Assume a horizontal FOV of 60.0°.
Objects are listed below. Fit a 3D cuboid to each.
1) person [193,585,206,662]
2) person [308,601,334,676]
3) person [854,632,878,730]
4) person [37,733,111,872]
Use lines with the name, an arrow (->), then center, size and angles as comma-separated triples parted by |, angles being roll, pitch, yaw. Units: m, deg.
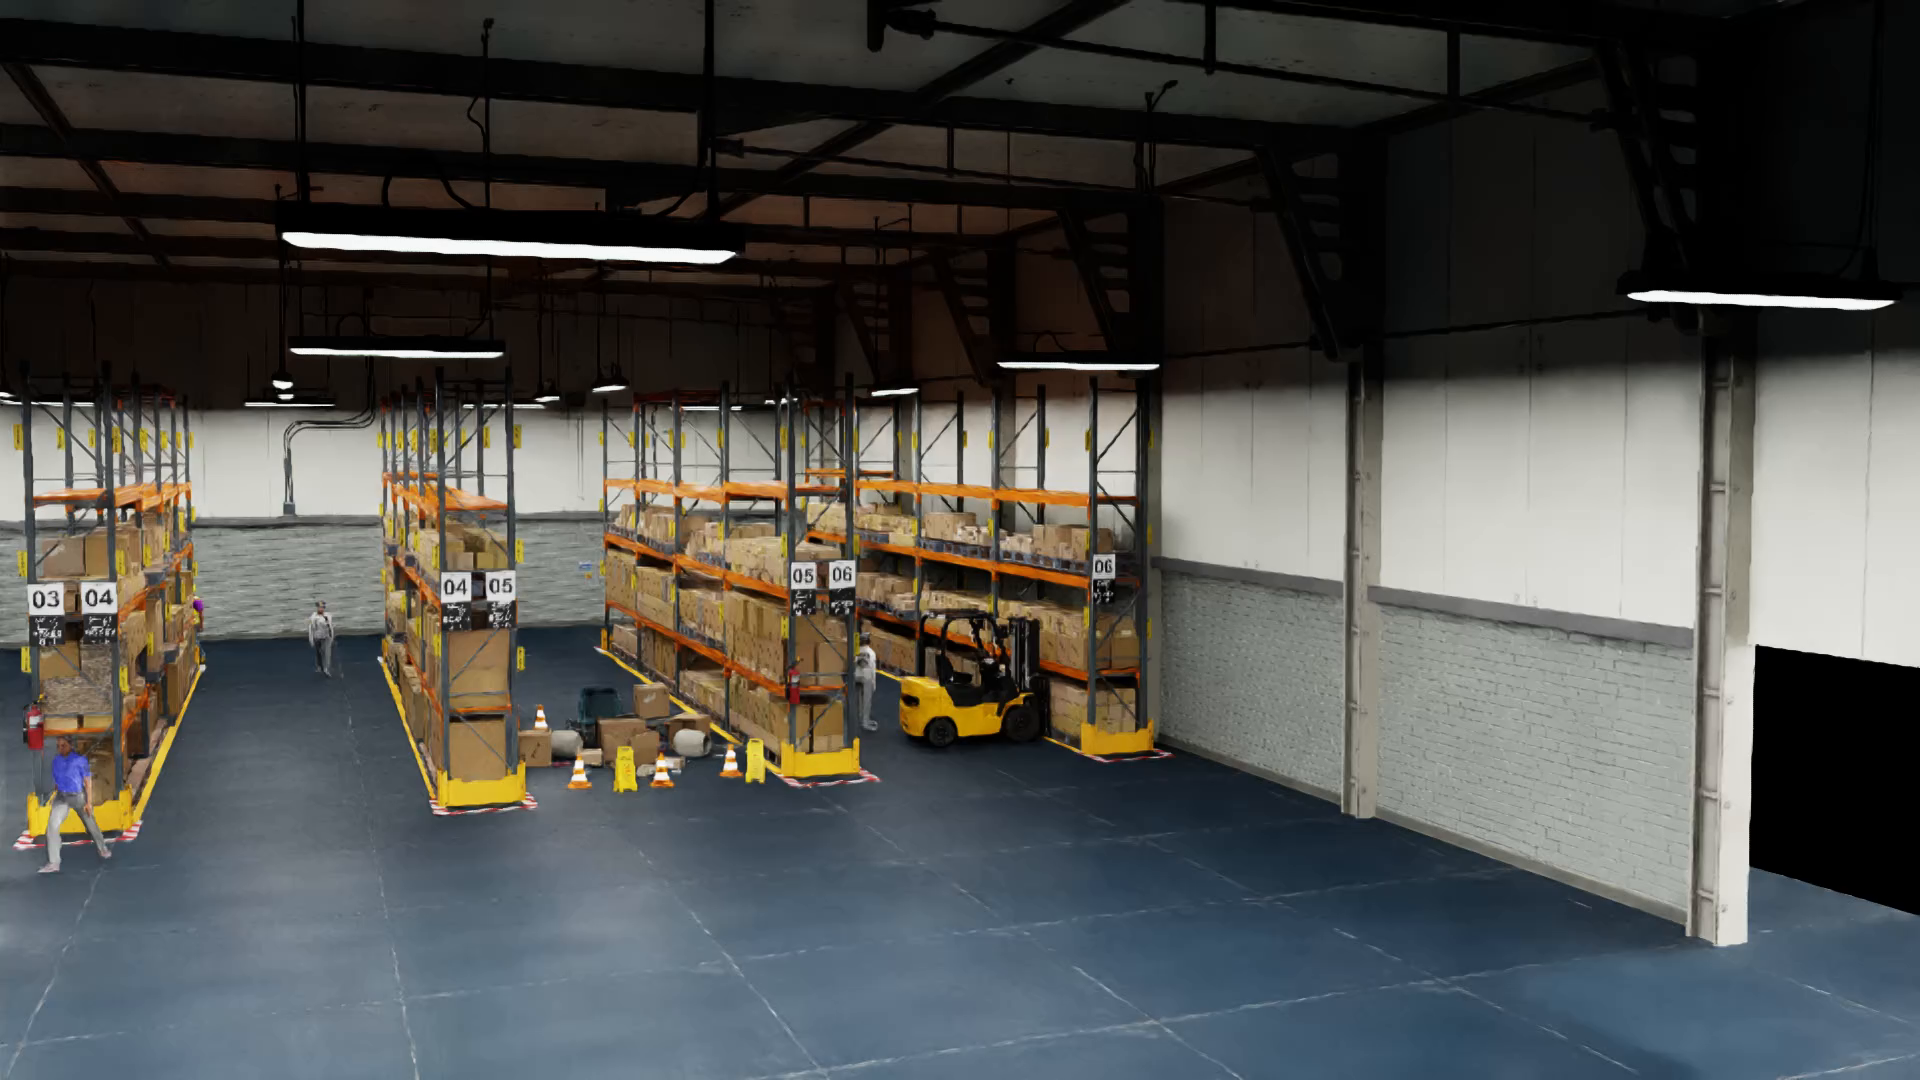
person -> -17.183, 1.868, 37.301 | 0.654, 1.758, 0.384 | 3, 4, 38
person -> -13.549, 2.068, 35.253 | 0.494, 1.589, 1.084 | -1, 4, -19
person -> -1.586, 2.426, 28.738 | 0.507, 1.673, 0.492 | 3, 4, 40
person -> -10.371, 3.037, 19.476 | 0.502, 1.580, 0.944 | 0, 3, 0
